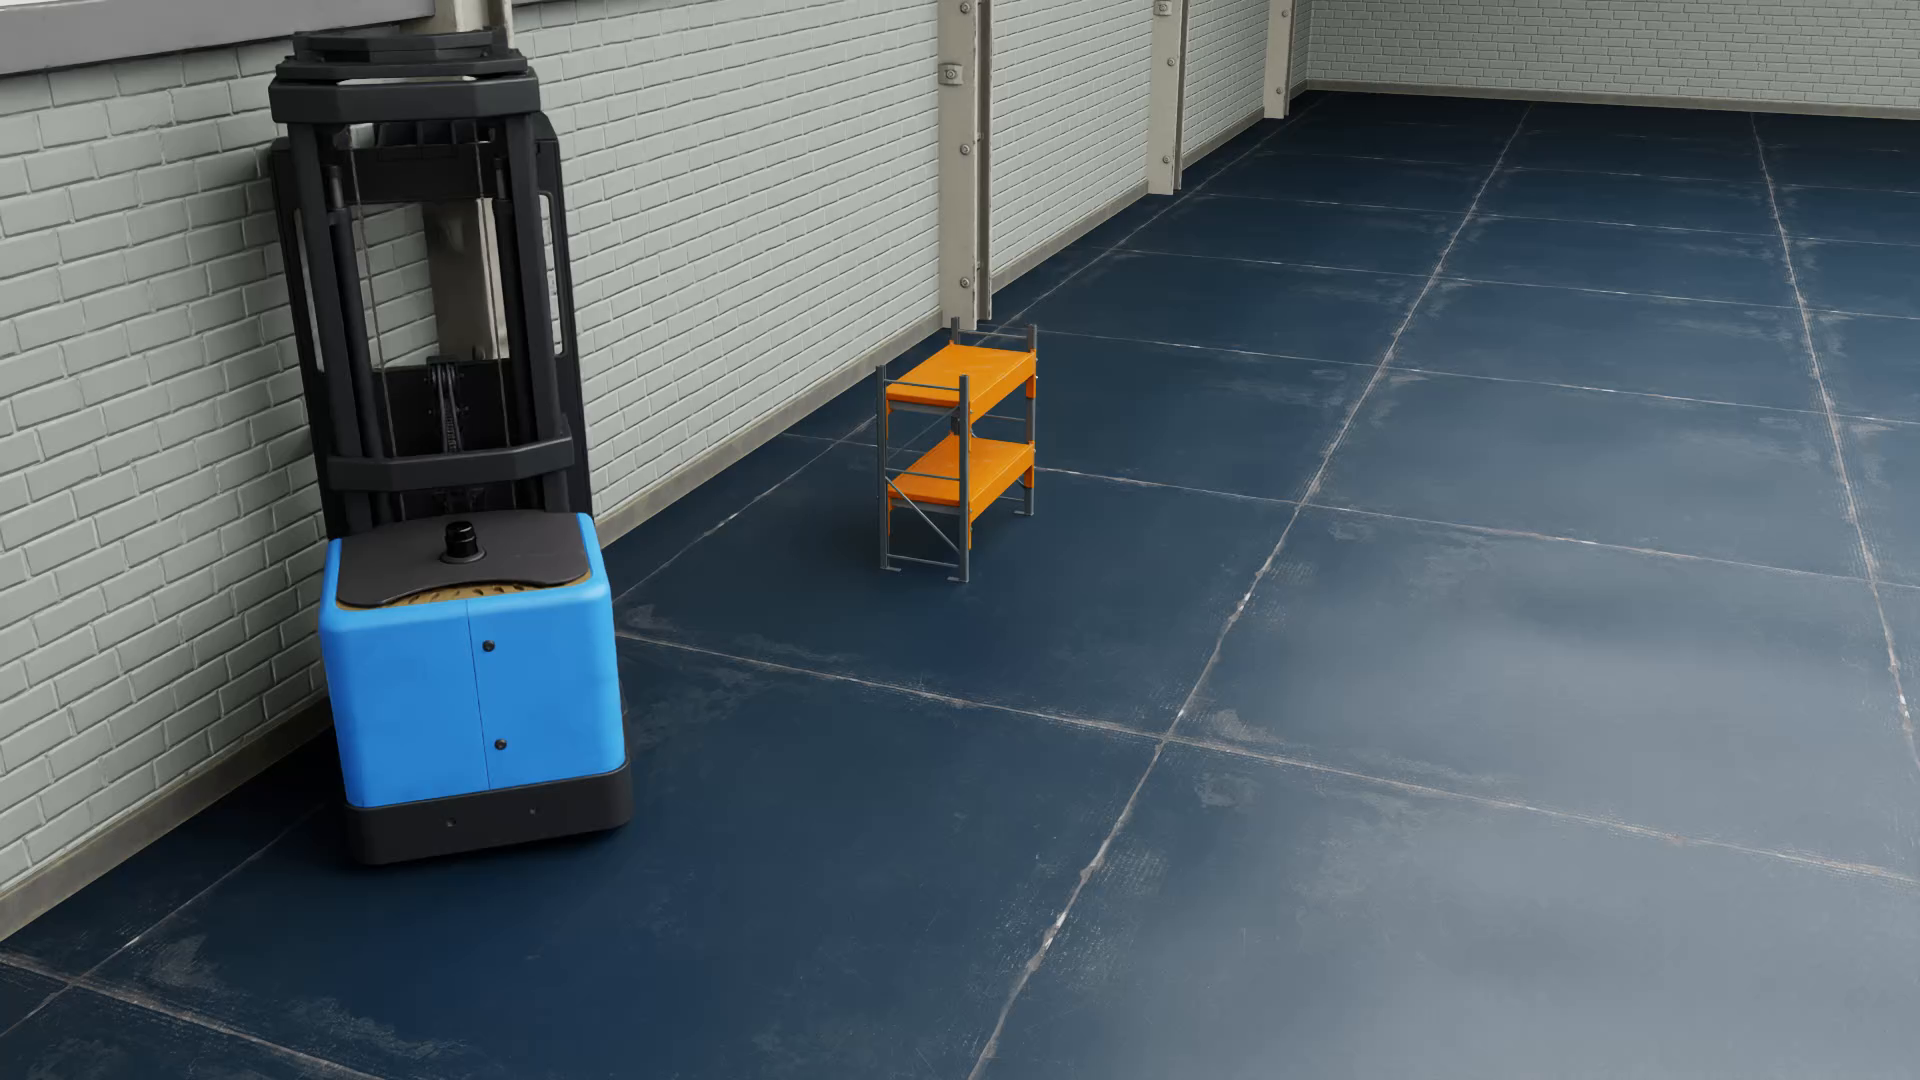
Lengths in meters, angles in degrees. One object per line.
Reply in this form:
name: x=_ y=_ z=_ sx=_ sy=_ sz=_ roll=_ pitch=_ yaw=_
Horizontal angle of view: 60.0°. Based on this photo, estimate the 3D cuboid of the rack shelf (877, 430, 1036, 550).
rack shelf: x=-0.003 y=-0.291 z=9.122 sx=0.538 sy=0.278 sz=1.000 roll=9 pitch=24 yaw=20

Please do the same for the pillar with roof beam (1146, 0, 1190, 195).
pillar with roof beam: x=6.267 y=-7.444 z=15.396 sx=9.100 sy=9.000 sz=0.400 roll=9 pitch=24 yaw=20

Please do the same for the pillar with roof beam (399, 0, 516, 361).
pillar with roof beam: x=1.810 y=-3.150 z=5.115 sx=9.100 sy=9.000 sz=0.400 roll=9 pitch=24 yaw=20

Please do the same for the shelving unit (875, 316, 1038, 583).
shelving unit: x=-0.003 y=-0.517 z=9.027 sx=0.538 sy=1.125 sz=1.048 roll=9 pitch=24 yaw=20

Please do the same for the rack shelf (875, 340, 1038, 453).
rack shelf: x=-0.003 y=-0.787 z=8.915 sx=0.538 sy=0.278 sz=1.000 roll=9 pitch=24 yaw=20

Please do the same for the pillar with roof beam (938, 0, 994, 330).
pillar with roof beam: x=4.039 y=-5.297 z=10.255 sx=9.100 sy=9.000 sz=0.400 roll=9 pitch=24 yaw=20

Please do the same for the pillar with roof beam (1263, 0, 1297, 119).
pillar with roof beam: x=8.496 y=-9.591 z=20.536 sx=9.100 sy=9.000 sz=0.400 roll=9 pitch=24 yaw=20

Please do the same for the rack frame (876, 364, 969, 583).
rack frame: x=-0.191 y=-0.335 z=8.592 sx=0.500 sy=1.125 sz=0.032 roll=9 pitch=24 yaw=20

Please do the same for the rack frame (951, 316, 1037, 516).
rack frame: x=0.186 y=-0.699 z=9.463 sx=0.500 sy=1.125 sz=0.032 roll=9 pitch=24 yaw=20

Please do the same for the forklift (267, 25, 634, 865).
forklift: x=-2.190 y=-0.685 z=7.087 sx=1.130 sy=2.935 sz=3.031 roll=-7 pitch=24 yaw=-16
